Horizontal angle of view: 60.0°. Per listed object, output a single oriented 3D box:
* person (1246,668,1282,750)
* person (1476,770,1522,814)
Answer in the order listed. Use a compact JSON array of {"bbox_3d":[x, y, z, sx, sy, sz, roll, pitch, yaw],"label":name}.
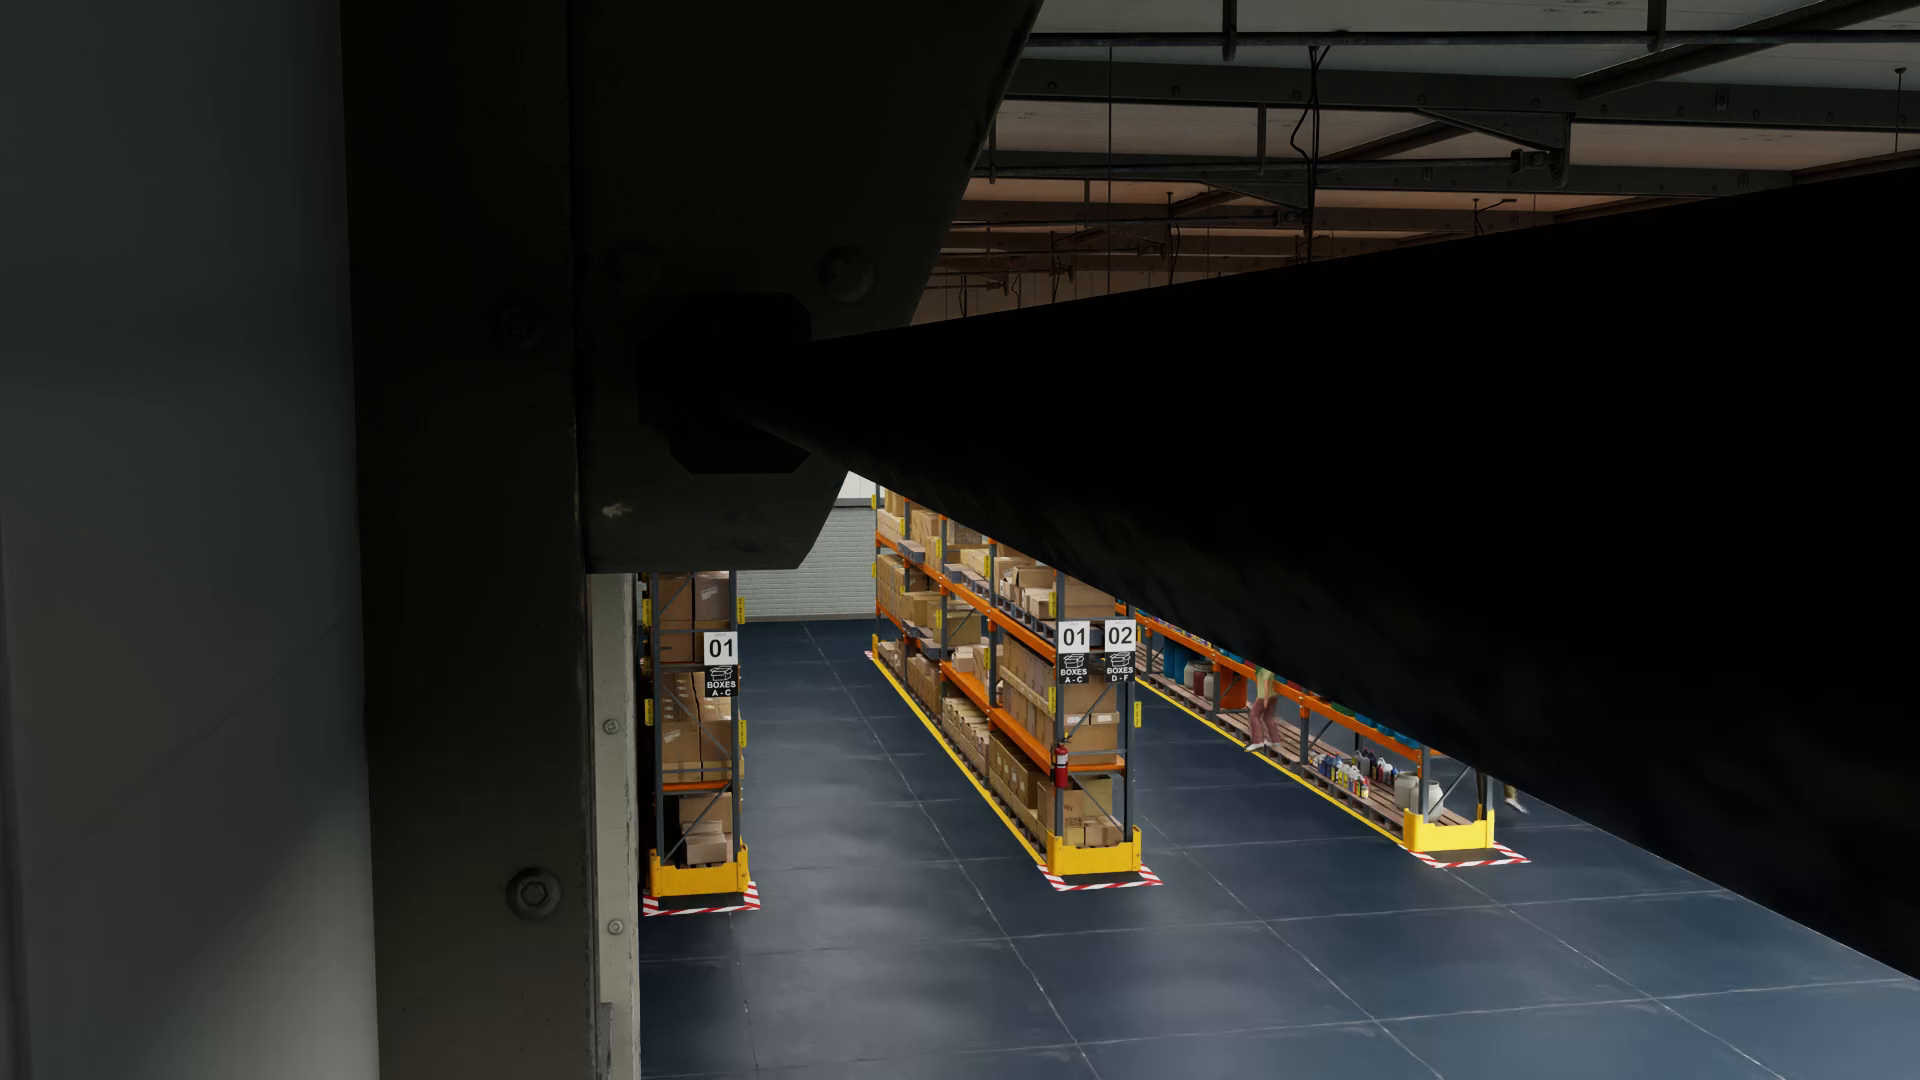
[{"bbox_3d":[5.036,2.609,27.087,0.459,1.697,0.575,-5,8,-41],"label":"person"},{"bbox_3d":[7.650,3.022,23.721,0.706,1.771,0.595,1,6,7],"label":"person"}]
